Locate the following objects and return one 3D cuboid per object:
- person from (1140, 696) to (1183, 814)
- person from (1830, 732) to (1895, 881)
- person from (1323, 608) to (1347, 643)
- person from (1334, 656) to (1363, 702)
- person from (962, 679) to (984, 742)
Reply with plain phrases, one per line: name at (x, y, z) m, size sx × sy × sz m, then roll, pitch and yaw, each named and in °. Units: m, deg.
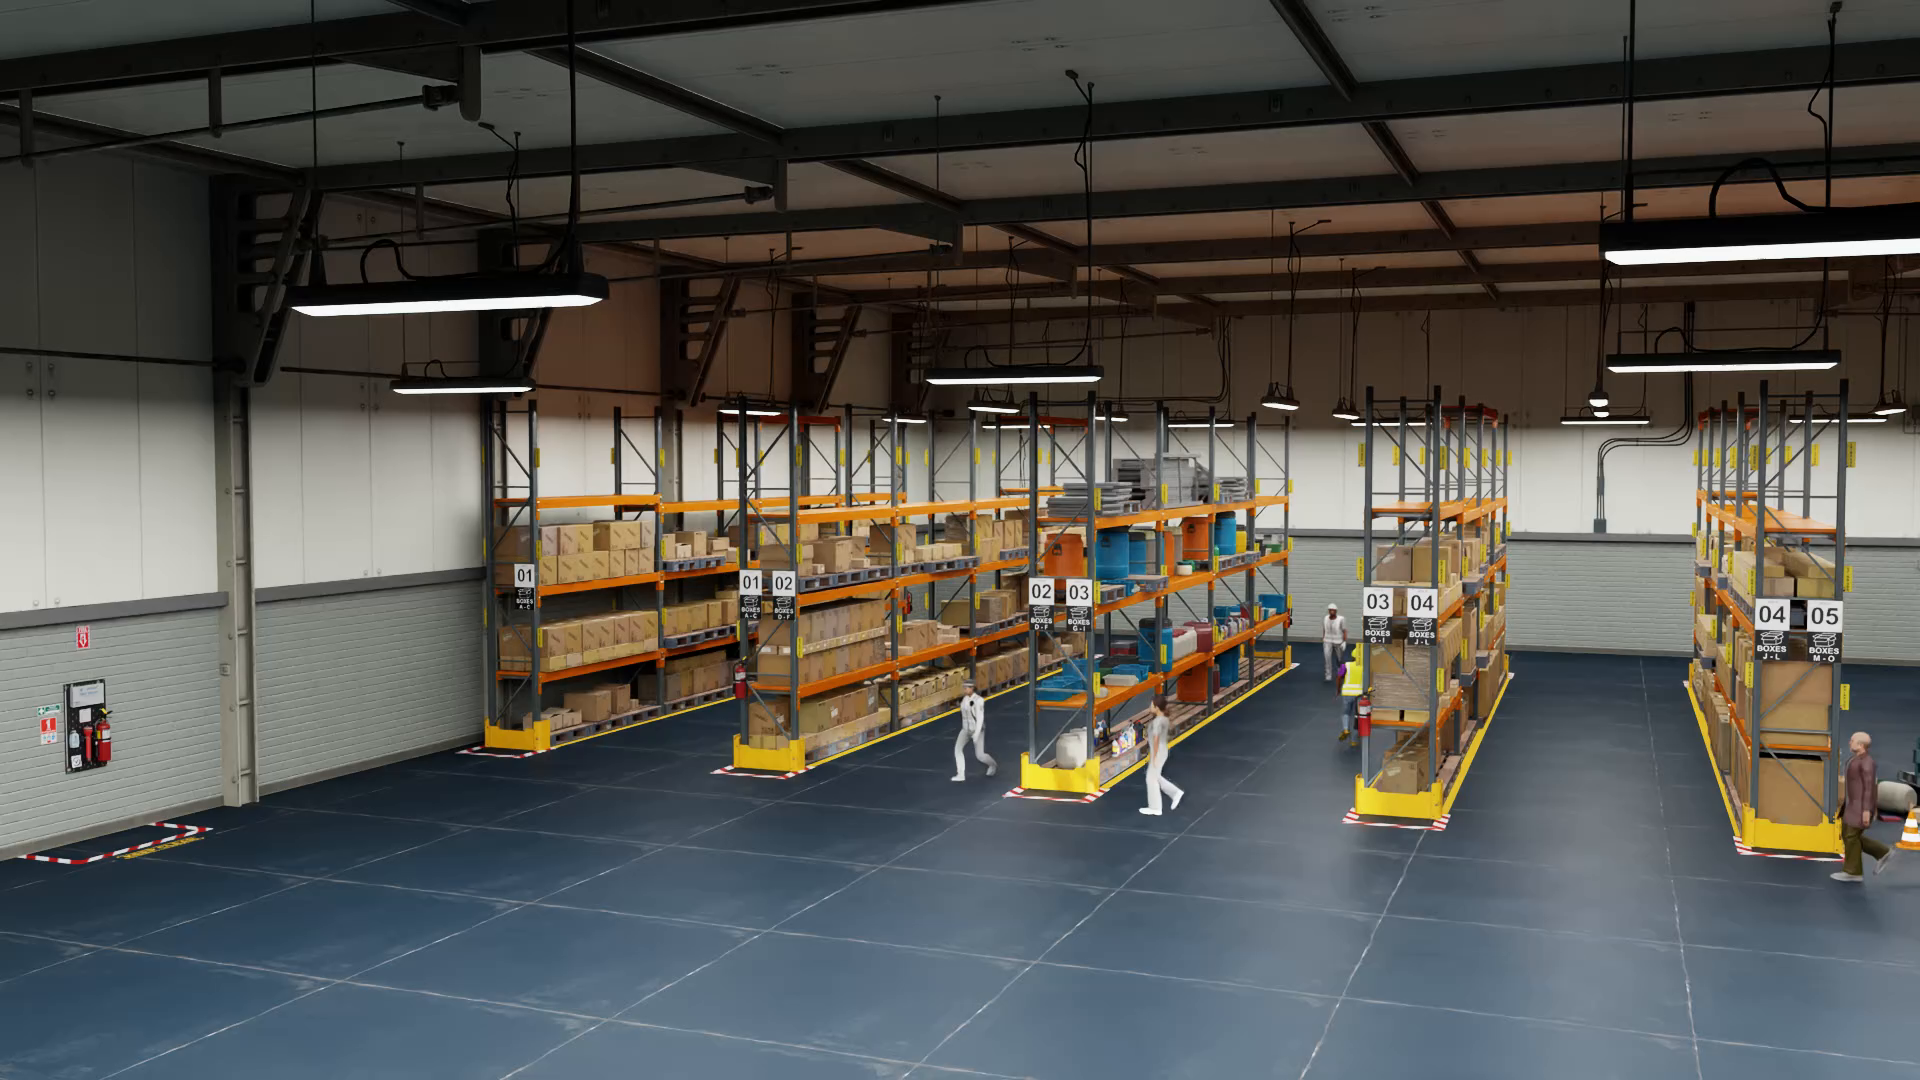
person at (2.820, 3.005, 23.231) m, size 0.609 × 1.652 × 0.470 m, roll 0°, pitch 3°, yaw 7°
person at (10.662, 3.137, 19.589) m, size 0.766 × 1.759 × 0.536 m, roll 0°, pitch 3°, yaw 7°
person at (8.405, 1.976, 37.273) m, size 0.534 × 1.040 × 0.390 m, roll 1°, pitch 3°, yaw 18°
person at (6.952, 2.440, 29.239) m, size 0.663 × 0.801 × 0.609 m, roll 1°, pitch 3°, yaw 22°
person at (0.188, 2.666, 25.898) m, size 0.478 × 0.999 × 0.371 m, roll 2°, pitch 4°, yaw 39°
